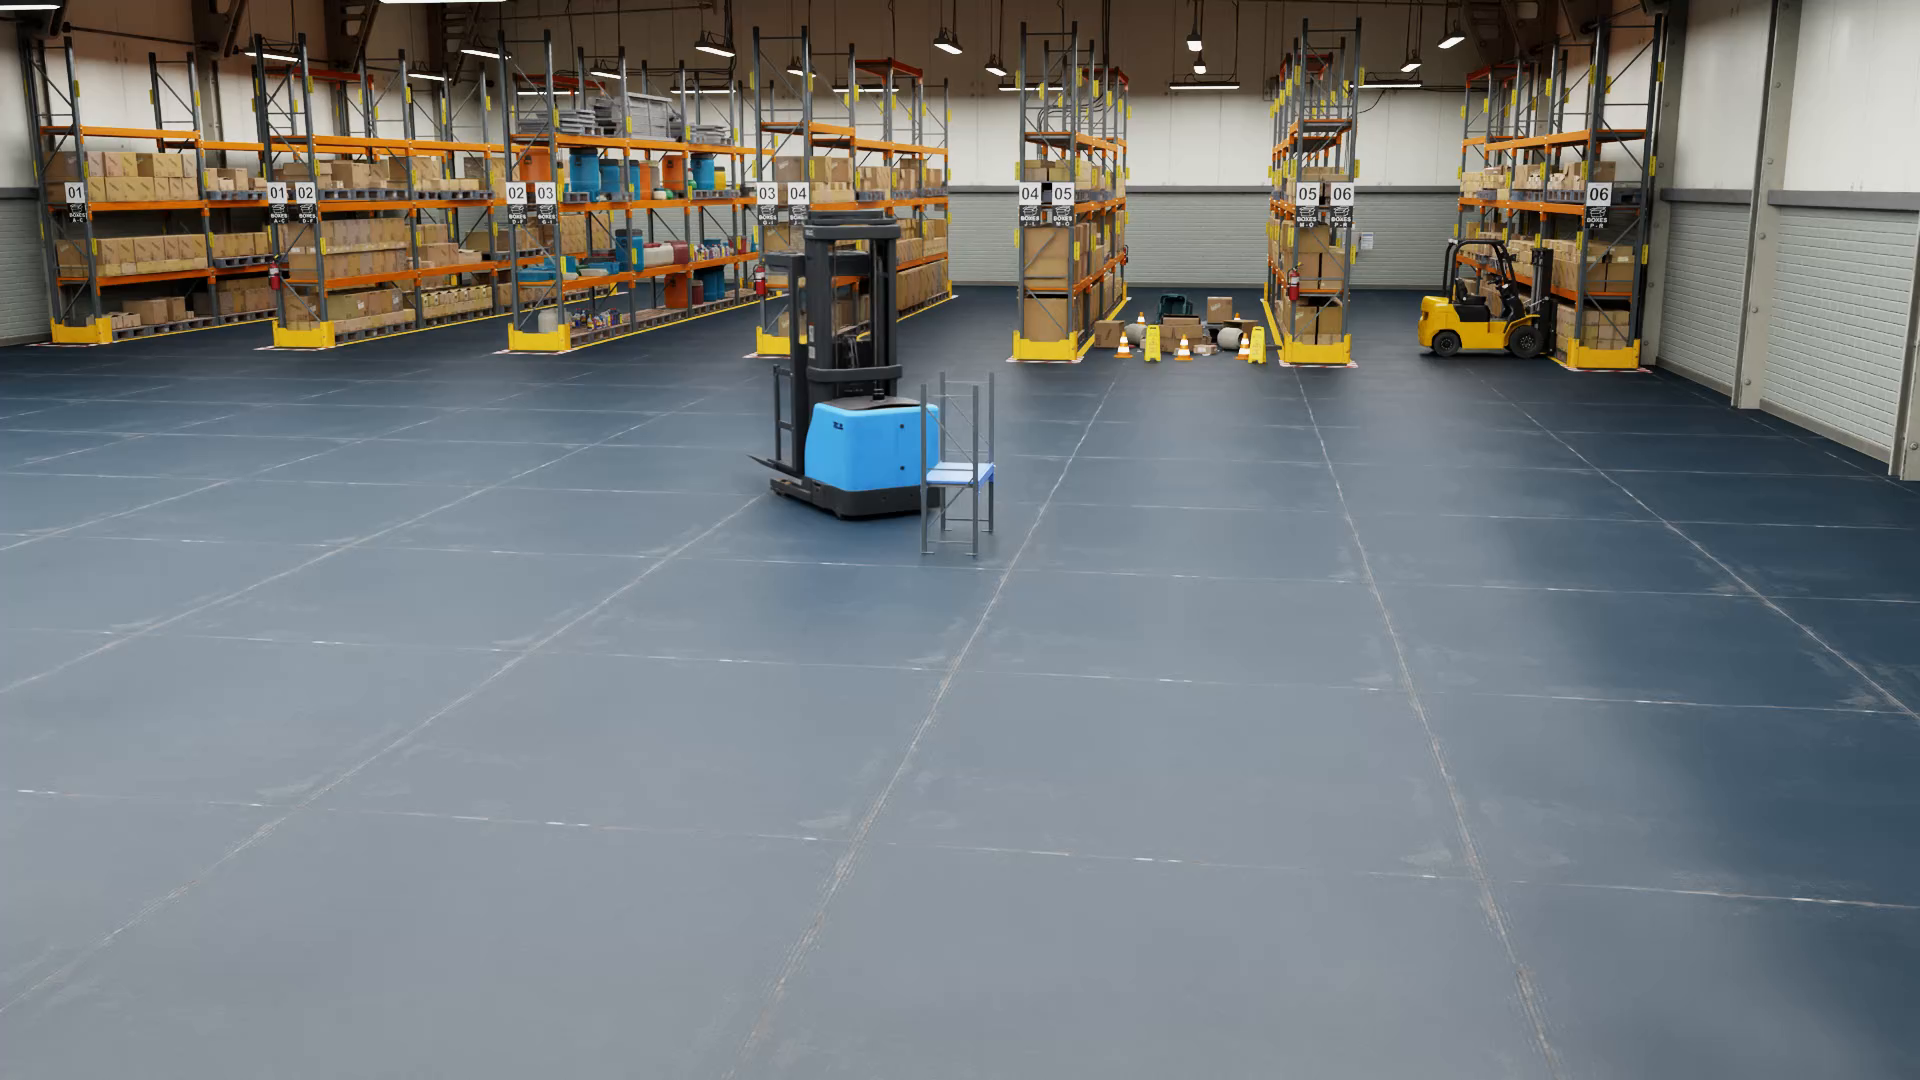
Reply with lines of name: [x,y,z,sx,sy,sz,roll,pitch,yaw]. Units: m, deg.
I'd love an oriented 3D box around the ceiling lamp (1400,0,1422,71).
ceiling lamp: [10.943,-12.723,39.074,0.800,3.185,2.000,2,12,9]

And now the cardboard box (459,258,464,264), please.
cardboard box: [-11.997,-6.621,39.448,0.380,0.149,0.250,3,12,13]

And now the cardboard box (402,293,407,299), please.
cardboard box: [-12.693,-5.407,37.419,0.500,0.311,0.500,2,12,9]

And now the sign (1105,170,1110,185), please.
sign: [3.364,-8.245,37.855,0.100,0.325,0.005,2,12,9]

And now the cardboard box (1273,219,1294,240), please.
cardboard box: [7.987,-7.656,41.045,0.500,0.500,0.500,2,12,9]

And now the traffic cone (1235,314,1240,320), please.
traffic cone: [5.915,-4.599,35.490,0.336,0.463,0.334,2,12,9]

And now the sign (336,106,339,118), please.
sign: [-16.682,-11.493,44.626,0.100,0.325,0.005,2,12,9]

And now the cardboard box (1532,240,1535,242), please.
cardboard box: [12.778,-6.500,36.513,0.380,0.149,0.250,2,12,10]

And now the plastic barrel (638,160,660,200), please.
plastic barrel: [-7.304,-8.397,38.784,0.600,0.901,0.600,0,12,0]

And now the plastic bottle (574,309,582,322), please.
plastic bottle: [-8.141,-4.743,35.383,0.144,0.351,0.185,1,12,6]

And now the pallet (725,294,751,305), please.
pallet: [-6.273,-6.473,44.787,1.003,0.211,1.213,2,12,9]

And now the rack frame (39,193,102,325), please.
rack frame: [-17.983,-5.505,33.675,1.000,3.000,0.127,2,12,9]

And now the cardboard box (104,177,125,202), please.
cardboard box: [-17.566,-7.202,34.145,0.500,0.500,0.500,3,12,12]

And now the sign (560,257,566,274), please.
sign: [-7.650,-5.301,32.070,0.100,0.325,0.005,2,12,9]

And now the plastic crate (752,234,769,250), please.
plastic crate: [-5.600,-8.486,47.279,0.616,0.435,0.499,2,12,9]

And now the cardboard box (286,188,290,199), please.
cardboard box: [-16.596,-8.445,40.358,0.500,0.311,0.500,2,12,9]

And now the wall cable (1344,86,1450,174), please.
wall cable: [13.039,-12.055,49.736,2.988,3.039,0.133,2,12,9]

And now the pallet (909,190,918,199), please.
pallet: [-1.546,-8.702,41.843,0.805,0.209,1.217,1,12,6]

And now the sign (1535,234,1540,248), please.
sign: [11.475,-5.918,33.031,0.100,0.325,0.005,2,12,9]

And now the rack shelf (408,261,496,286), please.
rack shelf: [-12.164,-6.243,38.806,1.077,0.370,4.000,2,12,9]

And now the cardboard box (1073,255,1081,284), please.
cardboard box: [1.872,-5.222,32.004,0.875,0.550,0.550,2,12,9]

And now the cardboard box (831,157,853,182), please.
cardboard box: [-2.501,-7.660,34.421,0.500,0.500,0.500,2,12,7]

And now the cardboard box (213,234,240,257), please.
cardboard box: [-17.162,-6.823,38.507,0.700,0.500,0.500,3,13,14]

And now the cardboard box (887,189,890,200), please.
cardboard box: [-1.900,-7.975,38.372,0.500,0.250,0.500,2,12,9]

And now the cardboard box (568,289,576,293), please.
cardboard box: [-10.840,-6.934,45.987,0.380,0.166,0.250,2,12,9]

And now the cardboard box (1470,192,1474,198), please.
cardboard box: [13.215,-8.790,42.393,0.380,0.149,0.250,2,12,10]

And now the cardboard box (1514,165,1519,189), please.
cardboard box: [12.276,-7.834,35.892,0.500,0.500,0.500,2,12,9]

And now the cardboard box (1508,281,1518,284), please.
cardboard box: [13.408,-6.149,40.061,0.380,0.149,0.250,2,12,9]

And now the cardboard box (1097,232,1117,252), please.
cardboard box: [3.757,-7.629,42.588,0.500,0.500,0.500,2,12,8]

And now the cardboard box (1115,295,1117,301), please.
cardboard box: [3.846,-6.272,43.005,0.380,0.149,0.250,2,12,10]

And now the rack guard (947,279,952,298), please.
rack guard: [-0.835,-7.138,47.183,1.175,0.500,0.348,2,12,9]

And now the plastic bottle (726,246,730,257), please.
plastic bottle: [-6.089,-7.529,43.361,0.152,0.276,0.135,2,12,9]

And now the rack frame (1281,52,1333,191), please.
rack frame: [7.723,-9.301,37.047,1.000,3.000,0.127,2,12,9]

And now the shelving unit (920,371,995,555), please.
shelving unit: [-0.013,-0.715,15.010,0.538,1.500,1.048,2,12,9]

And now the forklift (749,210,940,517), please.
forklift: [-1.338,-1.918,17.193,1.130,2.935,3.031,-7,14,-28]

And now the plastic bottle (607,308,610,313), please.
plastic bottle: [-7.535,-4.798,35.639,0.144,0.351,0.185,2,12,9]

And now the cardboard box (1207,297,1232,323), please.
cardboard box: [5.344,-4.735,34.237,0.500,0.500,0.500,2,12,9]

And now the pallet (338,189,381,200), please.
pallet: [-12.768,-7.170,34.488,1.003,0.211,1.213,2,12,9]

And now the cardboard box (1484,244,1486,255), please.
cardboard box: [12.651,-6.903,39.485,0.396,0.266,0.258,2,12,11]

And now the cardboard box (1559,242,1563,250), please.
cardboard box: [11.551,-5.559,31.443,0.380,0.149,0.250,2,12,8]

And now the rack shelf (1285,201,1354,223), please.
rack shelf: [6.800,-6.234,31.643,1.077,0.370,4.000,2,12,9]

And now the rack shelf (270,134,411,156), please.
rack shelf: [-12.780,-8.147,34.352,1.077,0.370,4.000,2,12,9]

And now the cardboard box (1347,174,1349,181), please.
cardboard box: [6.984,-6.656,30.600,0.380,0.149,0.250,2,12,8]

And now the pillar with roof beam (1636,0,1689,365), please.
pillar with roof beam: [8.142,-7.731,29.761,9.100,9.000,0.548,2,12,9]

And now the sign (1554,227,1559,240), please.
sign: [13.177,-6.757,36.734,0.100,0.325,0.005,2,12,9]

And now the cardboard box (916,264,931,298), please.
cardboard box: [-1.273,-6.823,43.837,0.875,0.875,0.875,2,12,9]

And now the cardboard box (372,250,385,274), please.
cardboard box: [-12.690,-5.920,35.363,0.700,0.500,0.500,2,12,9]

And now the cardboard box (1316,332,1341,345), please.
cardboard box: [6.890,-3.723,30.934,0.500,0.250,0.500,2,12,8]

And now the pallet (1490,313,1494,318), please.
pallet: [12.970,-5.252,39.120,1.003,0.211,1.213,2,12,9]
